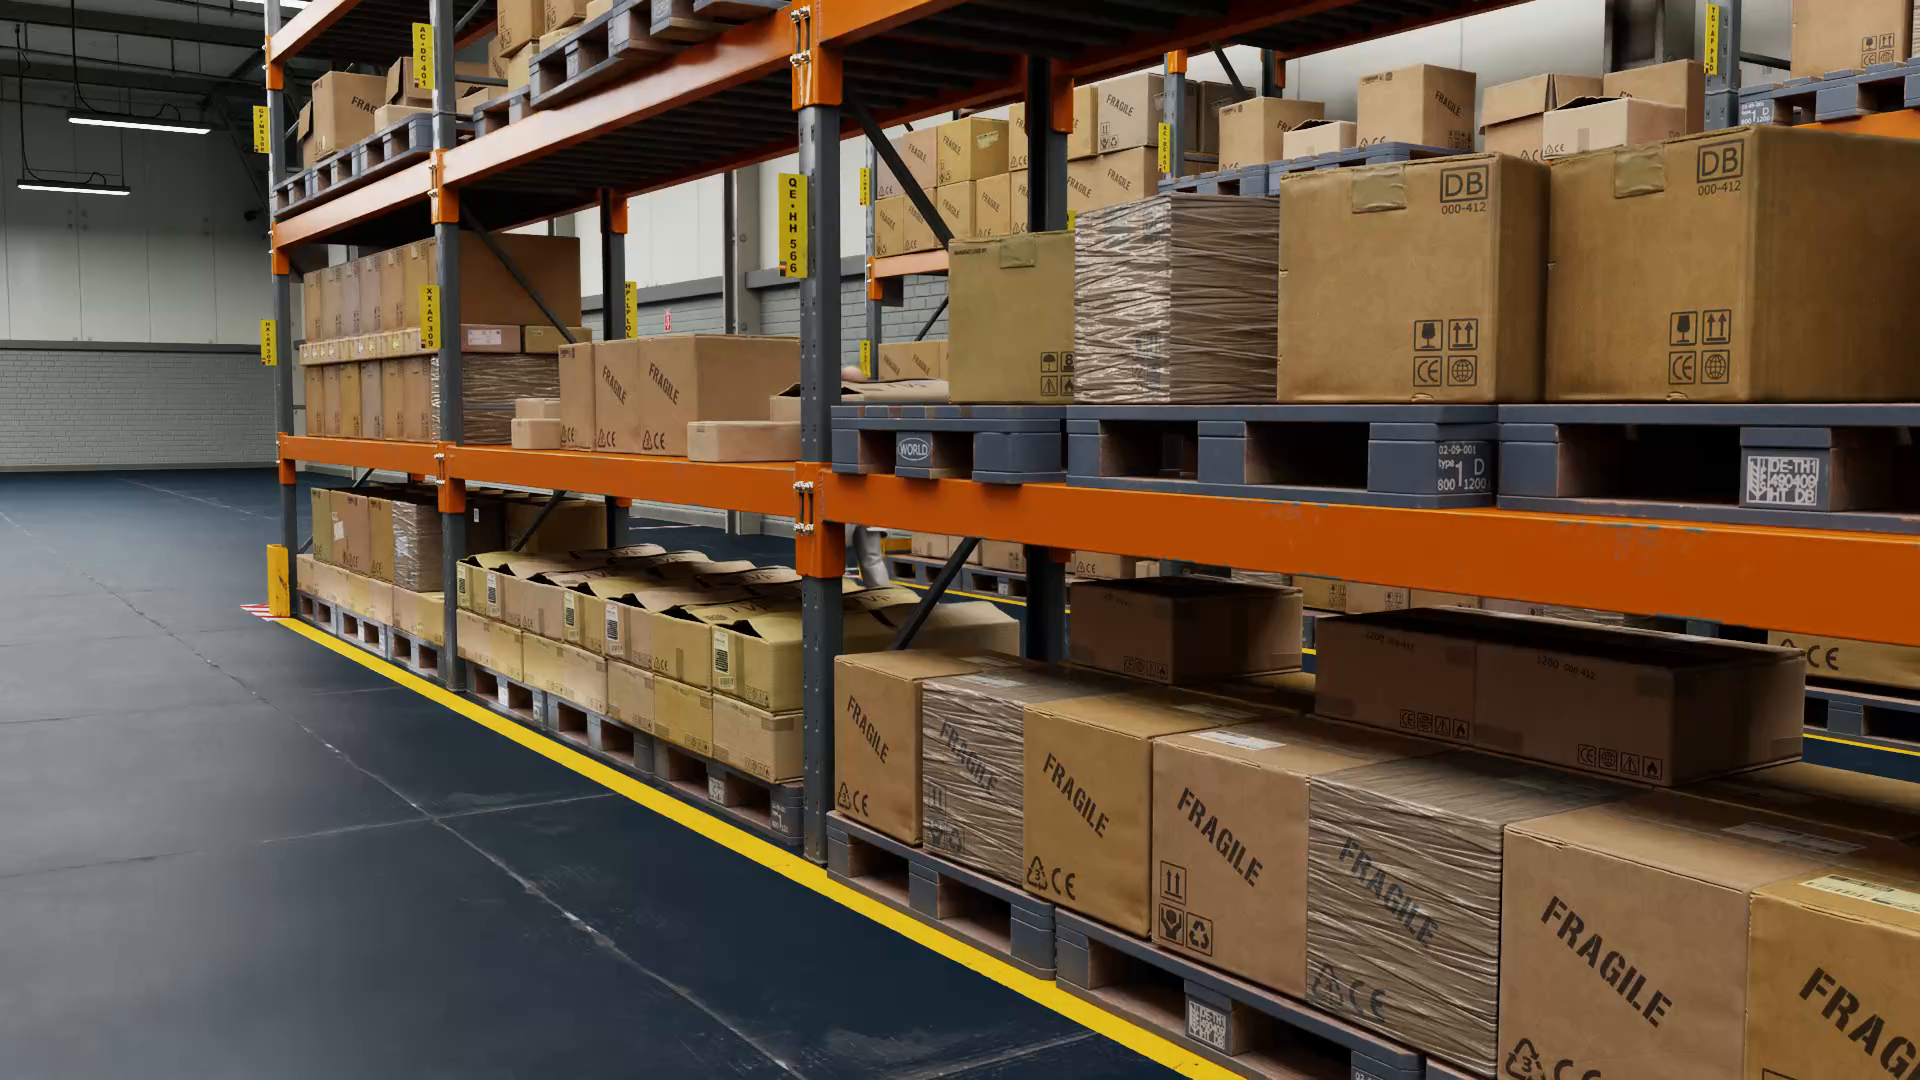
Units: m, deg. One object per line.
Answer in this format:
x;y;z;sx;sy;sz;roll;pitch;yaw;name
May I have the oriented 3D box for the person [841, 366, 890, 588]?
-0.756;-0.240;10.602;0.623;1.728;1.047;-4;6;-38;person
